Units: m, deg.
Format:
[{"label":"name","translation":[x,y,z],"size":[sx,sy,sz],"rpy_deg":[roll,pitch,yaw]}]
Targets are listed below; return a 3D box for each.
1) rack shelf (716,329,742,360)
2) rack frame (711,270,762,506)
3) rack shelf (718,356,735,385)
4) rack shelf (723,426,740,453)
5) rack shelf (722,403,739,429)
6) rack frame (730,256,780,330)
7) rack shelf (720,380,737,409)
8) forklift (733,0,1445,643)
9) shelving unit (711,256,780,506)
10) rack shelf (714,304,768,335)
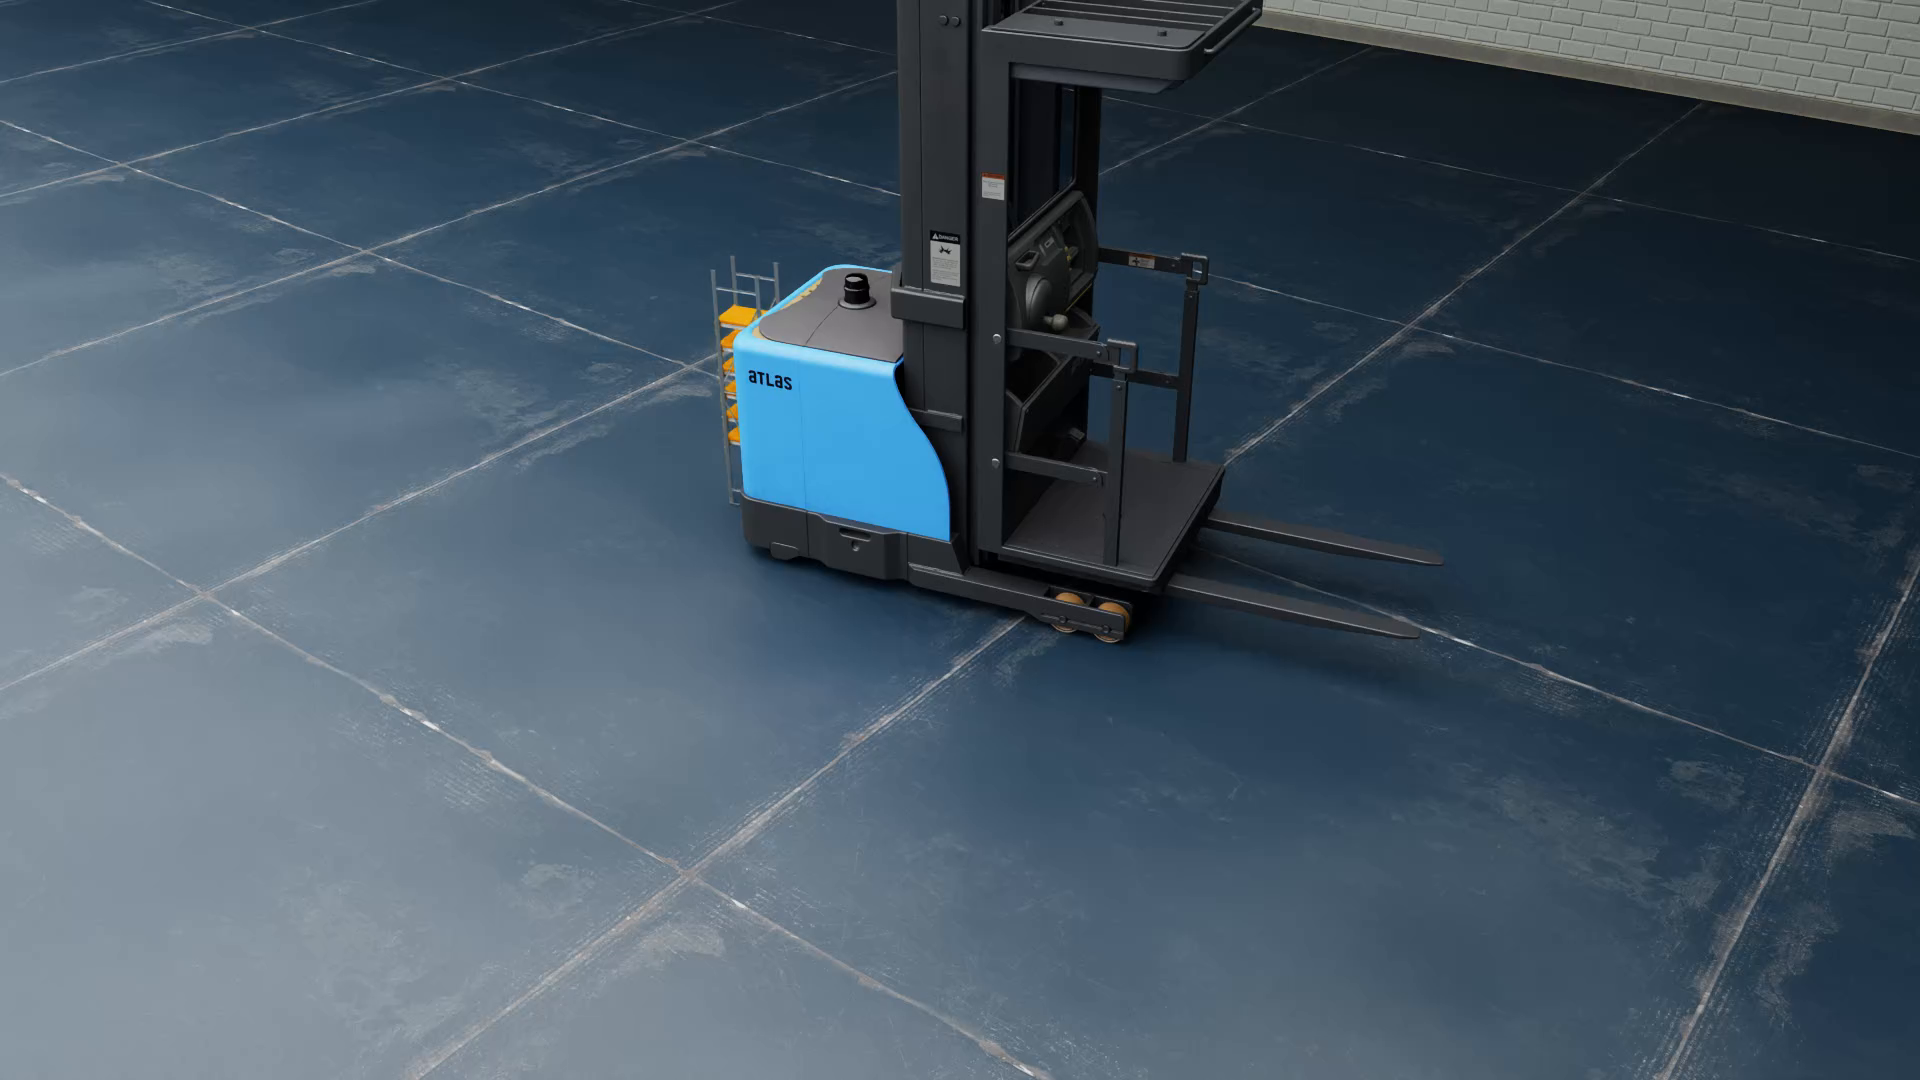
[{"label":"rack shelf","translation":[-0.968,-0.881,7.677],"size":[0.258,0.103,0.180],"rpy_deg":[11,33,19]},{"label":"rack frame","translation":[-1.002,-0.670,7.703],"size":[0.240,1.200,0.006],"rpy_deg":[11,33,19]},{"label":"rack shelf","translation":[-0.968,-0.778,7.738],"size":[0.258,0.103,0.180],"rpy_deg":[11,33,19]},{"label":"rack shelf","translation":[-0.968,-0.468,7.922],"size":[0.258,0.103,0.180],"rpy_deg":[11,33,19]},{"label":"rack shelf","translation":[-0.968,-0.572,7.860],"size":[0.258,0.103,0.180],"rpy_deg":[11,33,19]},{"label":"rack frame","translation":[-0.934,-0.756,7.850],"size":[0.240,1.200,0.006],"rpy_deg":[11,33,19]},{"label":"rack shelf","translation":[-0.968,-0.675,7.799],"size":[0.258,0.103,0.180],"rpy_deg":[11,33,19]},{"label":"forklift","translation":[0.572,-1.136,6.793],"size":[3.031,2.935,1.130],"rpy_deg":[12,33,20]},{"label":"shelving unit","translation":[-0.968,-0.713,7.777],"size":[0.258,1.200,0.189],"rpy_deg":[11,33,19]},{"label":"rack shelf","translation":[-0.968,-0.985,7.616],"size":[0.258,0.103,0.180],"rpy_deg":[11,33,19]}]
